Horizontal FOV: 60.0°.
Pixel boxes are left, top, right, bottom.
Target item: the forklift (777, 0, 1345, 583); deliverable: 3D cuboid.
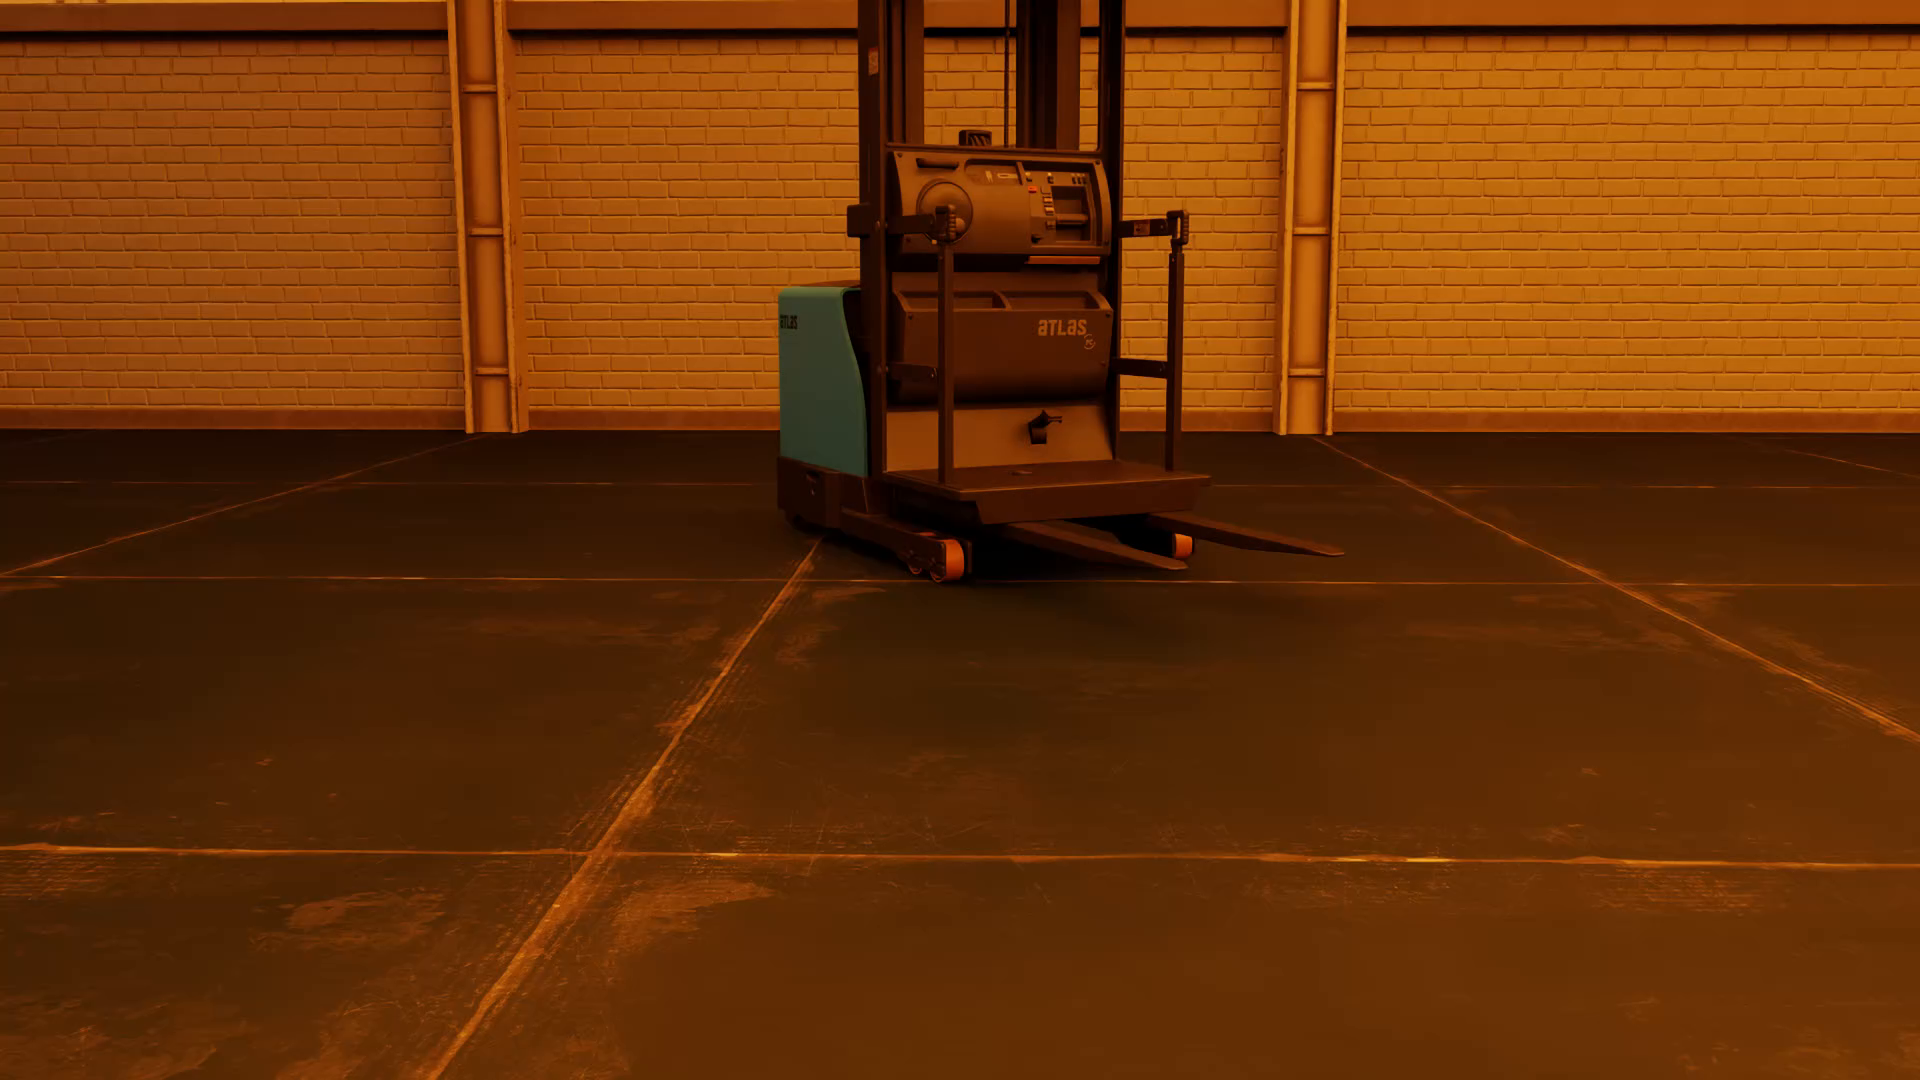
[{"bbox_3d":[0.272,-1.366,6.366,1.130,2.935,3.031,-4,10,-26],"label":"forklift"}]
